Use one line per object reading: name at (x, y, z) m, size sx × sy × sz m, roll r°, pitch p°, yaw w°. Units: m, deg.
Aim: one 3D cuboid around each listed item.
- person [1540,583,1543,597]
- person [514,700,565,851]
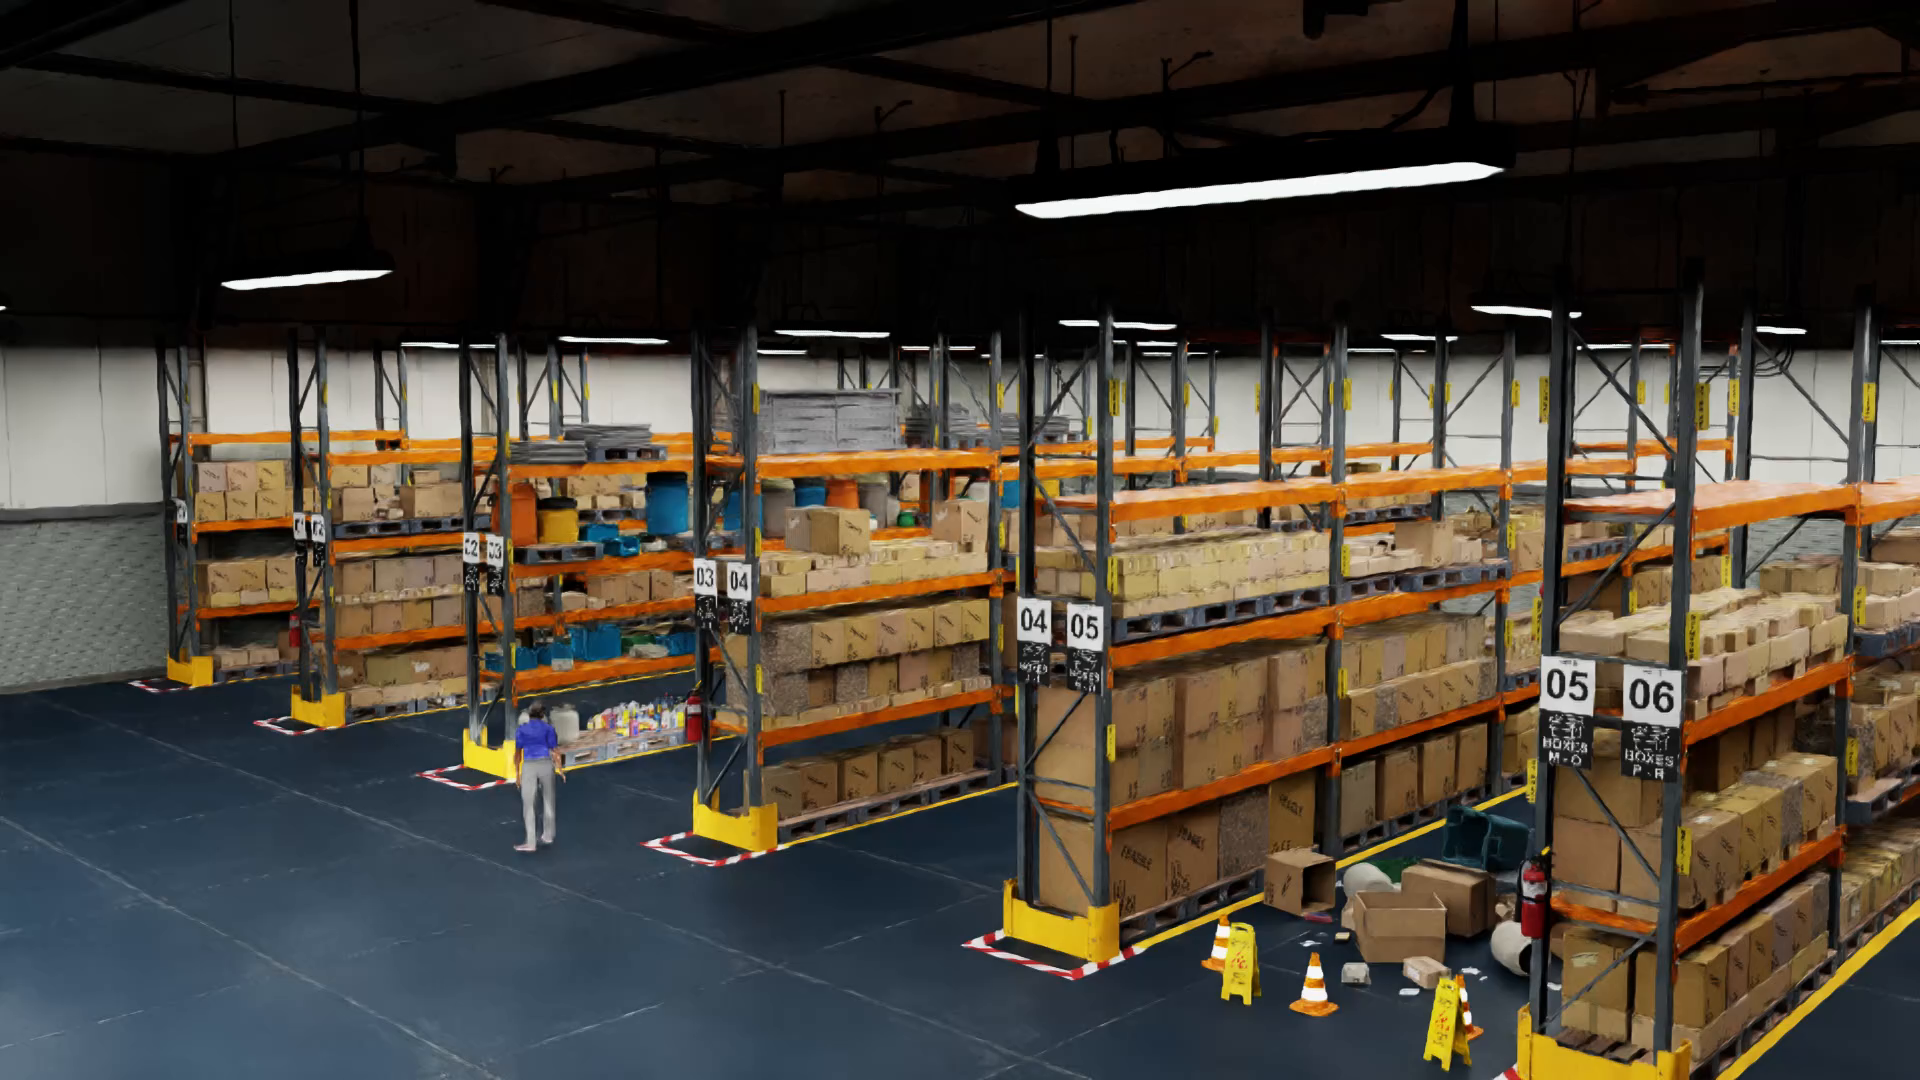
person at (11.396, 1.326, 31.810) m, size 0.550 × 1.721 × 0.605 m, roll -1°, pitch 5°, yaw -9°
person at (-4.704, 2.590, 18.534) m, size 0.588 × 1.650 × 0.556 m, roll -2°, pitch 6°, yaw -21°
